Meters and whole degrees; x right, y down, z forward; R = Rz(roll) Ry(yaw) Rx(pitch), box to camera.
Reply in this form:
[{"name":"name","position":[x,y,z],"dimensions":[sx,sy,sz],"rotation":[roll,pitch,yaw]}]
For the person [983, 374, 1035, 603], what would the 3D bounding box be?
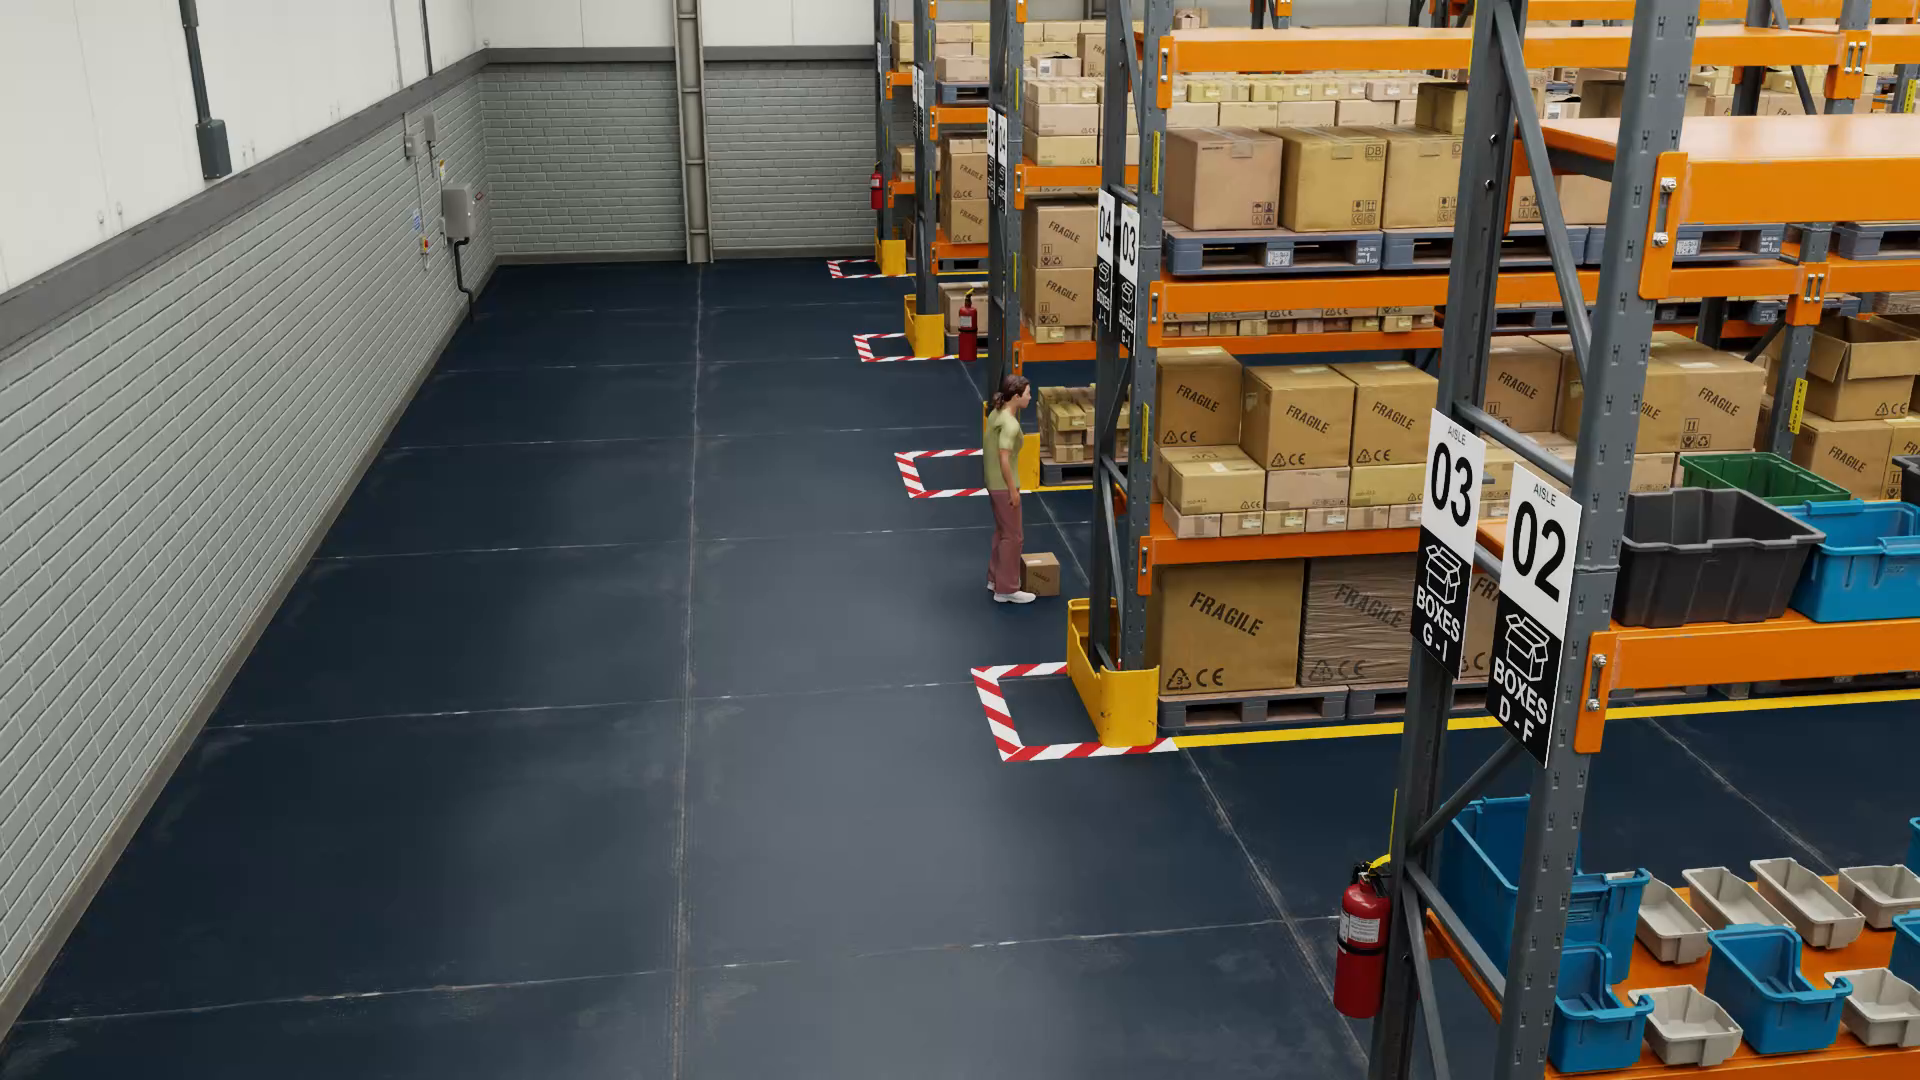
[{"name":"person","position":[0.352,-0.393,12.150],"dimensions":[0.358,1.673,0.499],"rotation":[-3,20,-7]}]
